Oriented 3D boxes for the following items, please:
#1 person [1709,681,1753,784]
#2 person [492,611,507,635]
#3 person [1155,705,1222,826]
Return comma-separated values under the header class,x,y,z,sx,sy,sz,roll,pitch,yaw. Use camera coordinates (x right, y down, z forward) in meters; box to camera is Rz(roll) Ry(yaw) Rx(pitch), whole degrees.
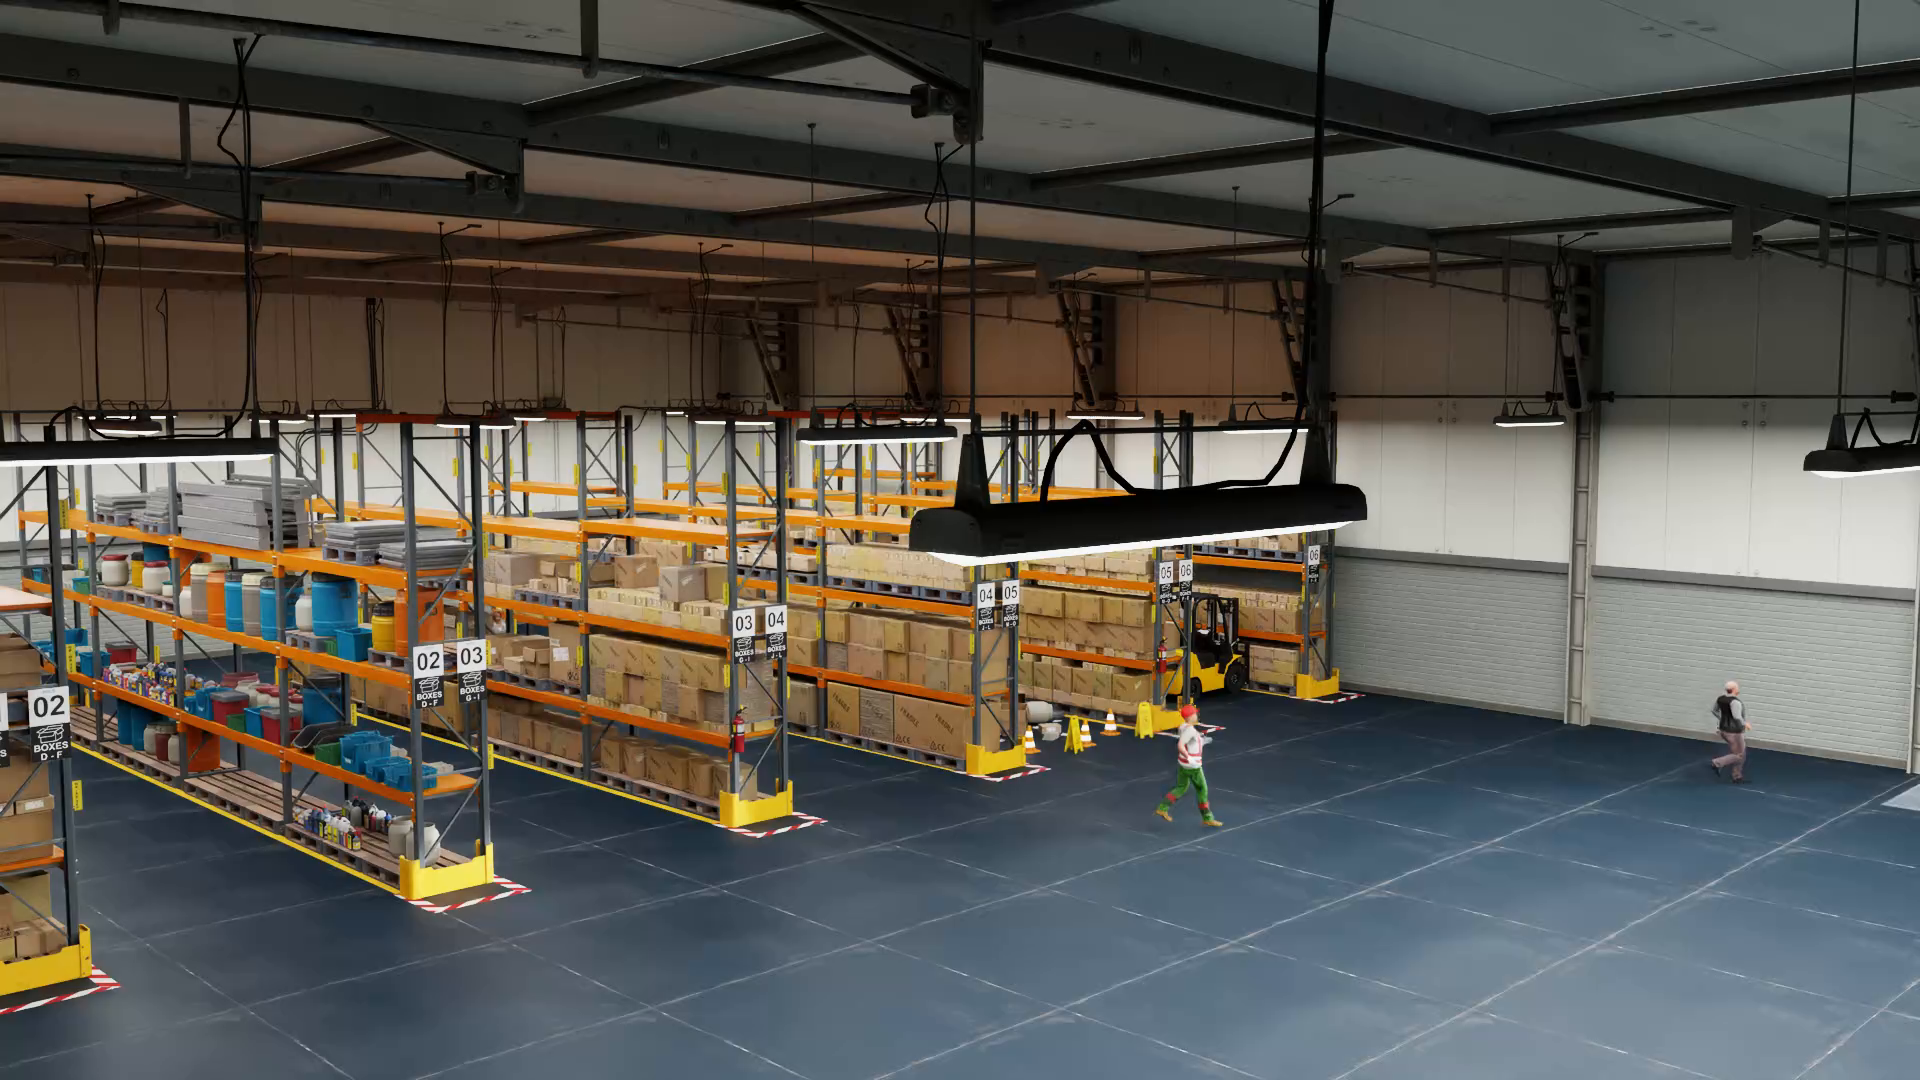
class,x,y,z,sx,sy,sz,roll,pitch,yaw
person,12.560,3.135,27.079,0.730,1.688,0.675,-1,5,-6
person,-10.132,2.349,36.463,0.537,1.604,0.837,-4,6,-37
person,3.357,3.296,24.304,0.991,1.781,0.659,-1,5,-10
